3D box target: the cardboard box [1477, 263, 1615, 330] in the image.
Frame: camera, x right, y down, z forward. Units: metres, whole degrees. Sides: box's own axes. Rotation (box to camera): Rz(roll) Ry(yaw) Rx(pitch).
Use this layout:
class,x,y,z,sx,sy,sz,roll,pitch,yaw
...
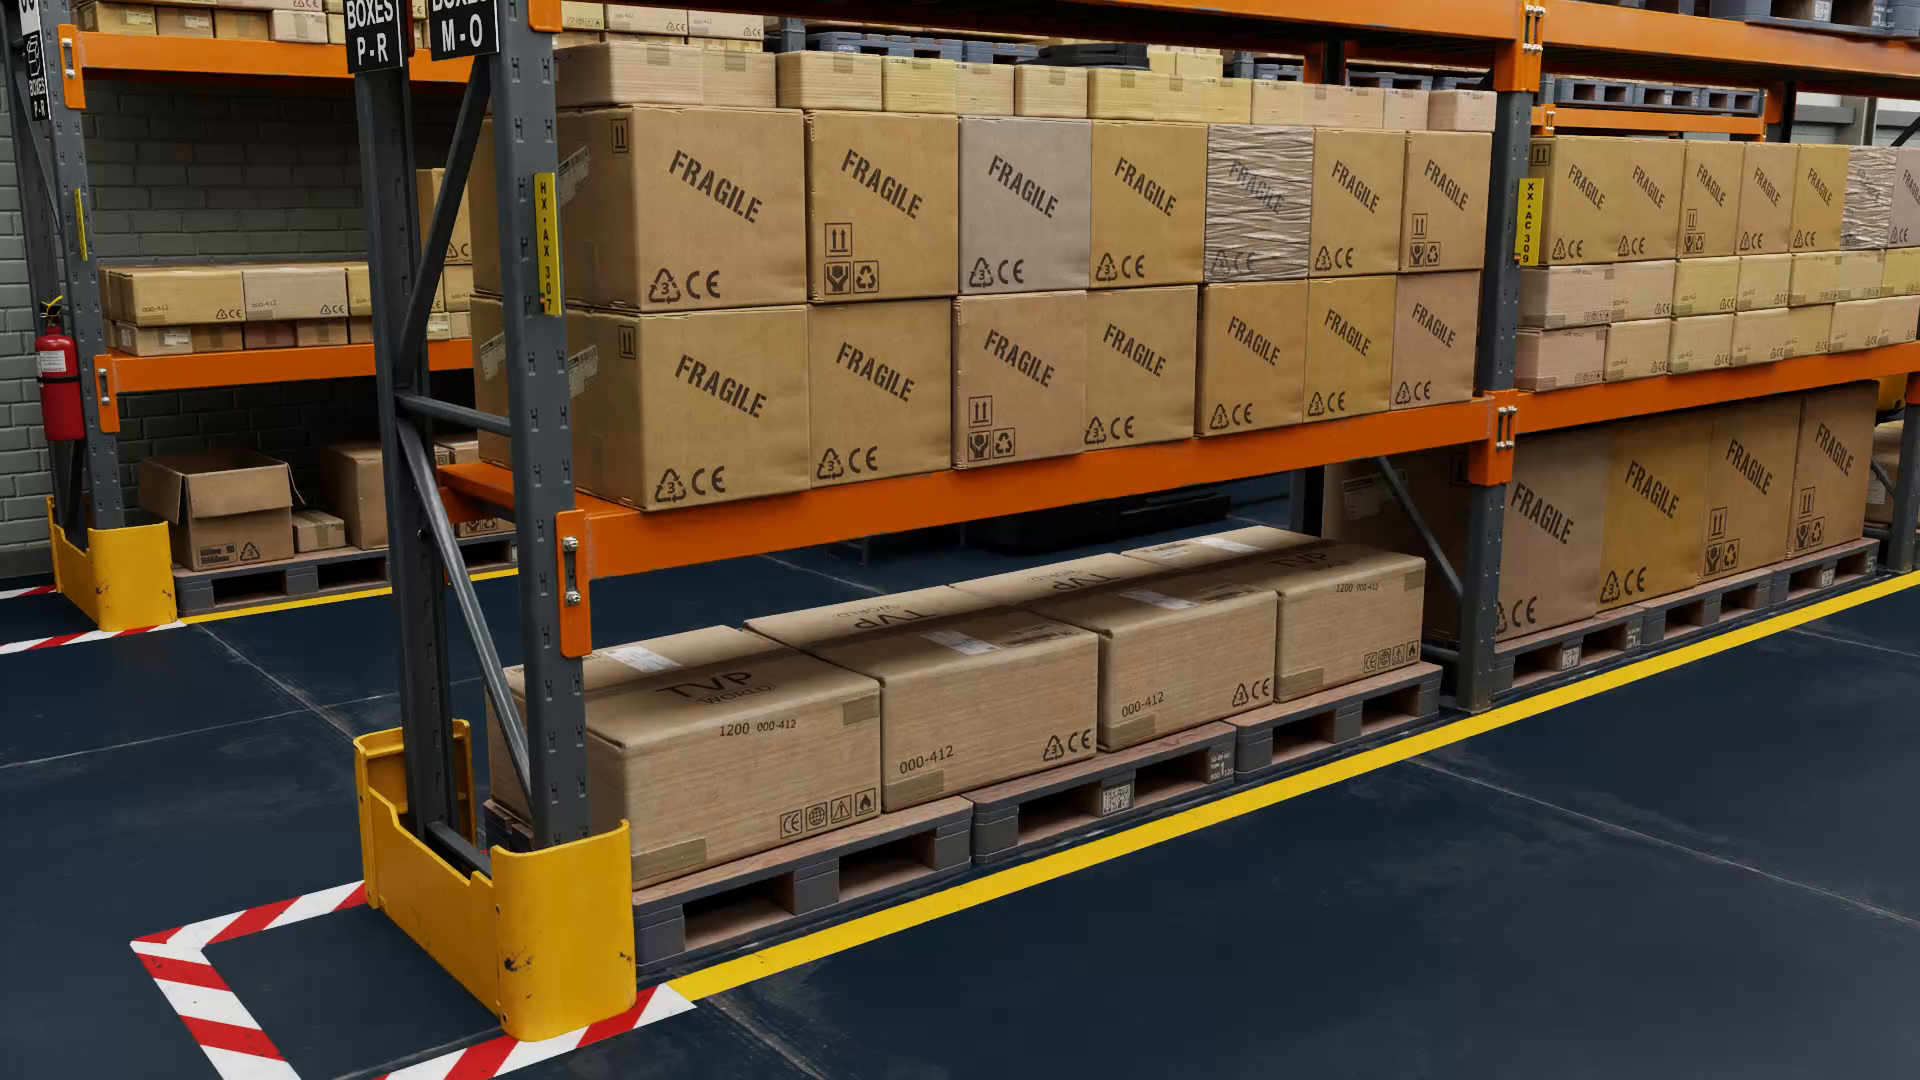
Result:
class,x,y,z,sx,sy,sz,roll,pitch,yaw
cardboard box,2.338,-1.021,6.871,0.500,0.250,0.500,-10,16,-39

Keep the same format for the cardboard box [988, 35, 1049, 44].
class,x,y,z,sx,sy,sz,roll,pitch,yaw
cardboard box,0.380,-3.419,11.141,0.250,0.149,0.380,-9,15,-36

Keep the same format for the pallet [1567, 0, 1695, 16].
class,x,y,z,sx,sy,sz,roll,pitch,yaw
pallet,2.503,-2.339,7.160,1.217,0.209,0.805,-10,16,-40

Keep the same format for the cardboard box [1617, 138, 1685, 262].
class,x,y,z,sx,sy,sz,roll,pitch,yaw
cardboard box,2.721,-1.457,7.121,0.500,0.500,0.500,-10,15,-38

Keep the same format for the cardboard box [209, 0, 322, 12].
class,x,y,z,sx,sy,sz,roll,pitch,yaw
cardboard box,-3.508,-2.746,8.261,0.500,0.250,0.500,-9,15,-37

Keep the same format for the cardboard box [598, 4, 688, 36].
class,x,y,z,sx,sy,sz,roll,pitch,yaw
cardboard box,-1.905,-3.010,9.504,0.500,0.250,0.500,-10,16,-40

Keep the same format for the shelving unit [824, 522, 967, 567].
class,x,y,z,sx,sy,sz,roll,pitch,yaw
shelving unit,-0.377,-0.662,9.635,0.755,1.500,0.431,-10,16,-40

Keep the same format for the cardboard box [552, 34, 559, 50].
class,x,y,z,sx,sy,sz,roll,pitch,yaw
cardboard box,-2.405,-2.733,9.161,0.250,0.149,0.380,-9,15,-37

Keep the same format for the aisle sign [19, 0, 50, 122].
class,x,y,z,sx,sy,sz,roll,pitch,yaw
aisle sign,-4.279,-2.339,7.663,0.004,0.787,0.394,-9,15,-38

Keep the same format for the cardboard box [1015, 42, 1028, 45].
class,x,y,z,sx,sy,sz,roll,pitch,yaw
cardboard box,0.392,-3.582,11.954,0.250,0.149,0.380,-10,15,-38

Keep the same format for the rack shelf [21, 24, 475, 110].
class,x,y,z,sx,sy,sz,roll,pitch,yaw
rack shelf,-2.847,-2.499,9.184,4.000,0.370,1.077,-9,15,-38

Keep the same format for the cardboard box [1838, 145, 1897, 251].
class,x,y,z,sx,sy,sz,roll,pitch,yaw
cardboard box,4.306,-1.718,8.348,0.500,0.500,0.500,-9,15,-37

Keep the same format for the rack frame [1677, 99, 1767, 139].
class,x,y,z,sx,sy,sz,roll,pitch,yaw
rack frame,8.085,-3.200,17.976,0.127,3.000,1.000,-9,15,-38

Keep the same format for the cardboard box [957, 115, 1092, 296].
class,x,y,z,sx,sy,sz,roll,pitch,yaw
cardboard box,0.044,-1.009,5.013,0.500,0.500,0.500,-10,15,-38

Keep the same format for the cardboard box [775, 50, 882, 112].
class,x,y,z,sx,sy,sz,roll,pitch,yaw
cardboard box,-0.420,-1.236,4.519,0.250,0.149,0.380,-9,15,-36

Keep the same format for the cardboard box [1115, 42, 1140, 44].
class,x,y,z,sx,sy,sz,roll,pitch,yaw
cardboard box,1.109,-3.566,11.880,0.250,0.149,0.380,-9,15,-38

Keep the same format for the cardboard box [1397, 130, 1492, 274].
class,x,y,z,sx,sy,sz,roll,pitch,yaw
cardboard box,1.622,-1.270,6.240,0.500,0.500,0.500,-10,15,-38

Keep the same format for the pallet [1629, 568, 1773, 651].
class,x,y,z,sx,sy,sz,roll,pitch,yaw
pallet,3.327,0.254,8.422,1.213,0.211,1.003,-9,15,-38

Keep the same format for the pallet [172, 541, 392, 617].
class,x,y,z,sx,sy,sz,roll,pitch,yaw
pallet,-3.728,0.127,9.023,1.213,0.211,1.003,-9,15,-38

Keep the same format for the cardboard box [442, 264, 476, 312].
class,x,y,z,sx,sy,sz,roll,pitch,yaw
cardboard box,-2.713,-1.413,9.204,0.500,0.250,0.500,-10,16,-39

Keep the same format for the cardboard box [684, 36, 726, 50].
class,x,y,z,sx,sy,sz,roll,pitch,yaw
cardboard box,-1.575,-2.861,9.765,0.250,0.149,0.380,-9,15,-38

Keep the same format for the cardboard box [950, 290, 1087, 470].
class,x,y,z,sx,sy,sz,roll,pitch,yaw
cardboard box,0.035,-0.517,5.101,0.500,0.500,0.500,-10,15,-38

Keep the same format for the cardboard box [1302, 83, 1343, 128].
class,x,y,z,sx,sy,sz,roll,pitch,yaw
cardboard box,1.115,-1.519,5.849,0.250,0.149,0.380,-10,15,-38

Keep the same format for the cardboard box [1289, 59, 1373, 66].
class,x,y,z,sx,sy,sz,roll,pitch,yaw
cardboard box,2.887,-4.068,13.353,0.500,0.500,0.700,-10,15,-39

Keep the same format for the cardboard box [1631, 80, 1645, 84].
class,x,y,z,sx,sy,sz,roll,pitch,yaw
cardboard box,6.310,-4.480,15.855,0.258,0.266,0.396,-10,15,-39

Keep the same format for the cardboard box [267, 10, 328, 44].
class,x,y,z,sx,sy,sz,roll,pitch,yaw
cardboard box,-3.357,-2.556,8.328,0.250,0.149,0.380,-9,15,-36

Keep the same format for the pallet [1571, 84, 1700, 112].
class,x,y,z,sx,sy,sz,roll,pitch,yaw
pallet,6.563,-4.377,16.512,1.213,0.211,1.003,-9,15,-38

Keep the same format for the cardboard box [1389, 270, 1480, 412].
class,x,y,z,sx,sy,sz,roll,pitch,yaw
cardboard box,1.616,-0.785,6.365,0.500,0.500,0.500,-9,15,-37

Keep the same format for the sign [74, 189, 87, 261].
class,x,y,z,sx,sy,sz,roll,pitch,yaw
sign,-4.070,-1.459,7.694,0.005,0.325,0.100,-9,15,-38

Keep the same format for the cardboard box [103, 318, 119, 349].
class,x,y,z,sx,sy,sz,roll,pitch,yaw
cardboard box,-4.318,-1.087,8.632,0.250,0.149,0.380,-10,15,-38

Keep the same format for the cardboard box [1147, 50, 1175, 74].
class,x,y,z,sx,sy,sz,roll,pitch,yaw
cardboard box,1.197,-3.384,11.985,0.500,0.250,0.500,-9,15,-37

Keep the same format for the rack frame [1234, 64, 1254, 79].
class,x,y,z,sx,sy,sz,roll,pitch,yaw
rack frame,1.838,-2.162,13.087,0.127,3.000,1.000,-9,15,-38

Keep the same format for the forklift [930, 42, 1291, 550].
class,x,y,z,sx,sy,sz,roll,pitch,yaw
forklift,1.115,-1.608,10.645,3.031,2.935,1.130,-10,16,-40

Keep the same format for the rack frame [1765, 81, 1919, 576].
class,x,y,z,sx,sy,sz,roll,pitch,yaw
rack frame,4.942,-1.357,9.298,0.127,3.000,1.000,-9,15,-38

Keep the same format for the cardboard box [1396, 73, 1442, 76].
class,x,y,z,sx,sy,sz,roll,pitch,yaw
cardboard box,4.055,-4.149,14.579,0.250,0.149,0.380,-9,15,-38

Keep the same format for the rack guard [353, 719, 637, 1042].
class,x,y,z,sx,sy,sz,roll,pitch,yaw
rack guard,-1.324,0.907,4.655,0.348,0.500,1.175,-9,15,-38

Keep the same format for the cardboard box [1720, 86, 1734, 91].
class,x,y,z,sx,sy,sz,roll,pitch,yaw
cardboard box,7.627,-4.642,16.898,0.250,0.149,0.380,-10,16,-39

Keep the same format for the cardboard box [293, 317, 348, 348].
class,x,y,z,sx,sy,sz,roll,pitch,yaw
cardboard box,-3.392,-1.102,8.702,0.250,0.149,0.380,-9,15,-36

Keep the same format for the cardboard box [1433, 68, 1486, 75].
class,x,y,z,sx,sy,sz,roll,pitch,yaw
cardboard box,4.292,-4.087,14.288,0.250,0.149,0.380,-9,15,-38

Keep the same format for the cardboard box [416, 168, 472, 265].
class,x,y,z,sx,sy,sz,roll,pitch,yaw
cardboard box,-2.715,-1.772,9.094,0.500,0.500,0.500,-9,15,-36

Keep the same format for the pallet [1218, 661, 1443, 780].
class,x,y,z,sx,sy,sz,roll,pitch,yaw
pallet,1.175,0.612,6.739,1.213,0.211,1.003,-9,15,-38

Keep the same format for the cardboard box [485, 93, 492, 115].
class,x,y,z,sx,sy,sz,roll,pitch,yaw
cardboard box,-1.150,-1.253,4.600,0.250,0.149,0.380,-9,15,-37

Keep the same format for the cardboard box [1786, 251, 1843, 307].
class,x,y,z,sx,sy,sz,roll,pitch,yaw
cardboard box,3.937,-1.287,8.127,0.500,0.250,0.500,-10,16,-39

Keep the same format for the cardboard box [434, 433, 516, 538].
class,x,y,z,sx,sy,sz,roll,pitch,yaw
cardboard box,-2.705,-0.327,9.455,0.500,0.500,0.500,-9,15,-37

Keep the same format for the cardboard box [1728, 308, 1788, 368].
class,x,y,z,sx,sy,sz,roll,pitch,yaw
cardboard box,3.536,-0.974,7.854,0.500,0.250,0.500,-10,15,-39

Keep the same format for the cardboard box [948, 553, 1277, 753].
class,x,y,z,sx,sy,sz,roll,pitch,yaw
cardboard box,0.562,0.390,6.227,0.875,0.438,0.875,-10,16,-39

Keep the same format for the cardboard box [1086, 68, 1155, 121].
class,x,y,z,sx,sy,sz,roll,pitch,yaw
cardboard box,0.382,-1.370,5.149,0.250,0.149,0.380,-10,16,-39

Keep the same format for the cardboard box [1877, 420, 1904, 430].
class,x,y,z,sx,sy,sz,roll,pitch,yaw
cardboard box,6.556,-0.543,10.781,0.625,0.372,0.950,-9,15,-36

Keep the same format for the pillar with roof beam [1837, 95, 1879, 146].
class,x,y,z,sx,sy,sz,roll,pitch,yaw
pillar with roof beam,14.352,-6.270,17.994,0.400,9.000,9.100,-9,15,-38

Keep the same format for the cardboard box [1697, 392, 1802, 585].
class,x,y,z,sx,sy,sz,roll,pitch,yaw
cardboard box,3.651,-0.332,8.575,0.875,0.875,0.875,-9,15,-37

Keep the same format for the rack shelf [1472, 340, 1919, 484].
class,x,y,z,sx,sy,sz,roll,pitch,yaw
rack shelf,3.380,-0.746,8.151,4.000,0.370,1.077,-9,15,-38

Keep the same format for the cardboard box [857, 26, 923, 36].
class,x,y,z,sx,sy,sz,roll,pitch,yaw
cardboard box,-0.444,-3.292,10.544,0.250,0.149,0.380,-9,15,-37
